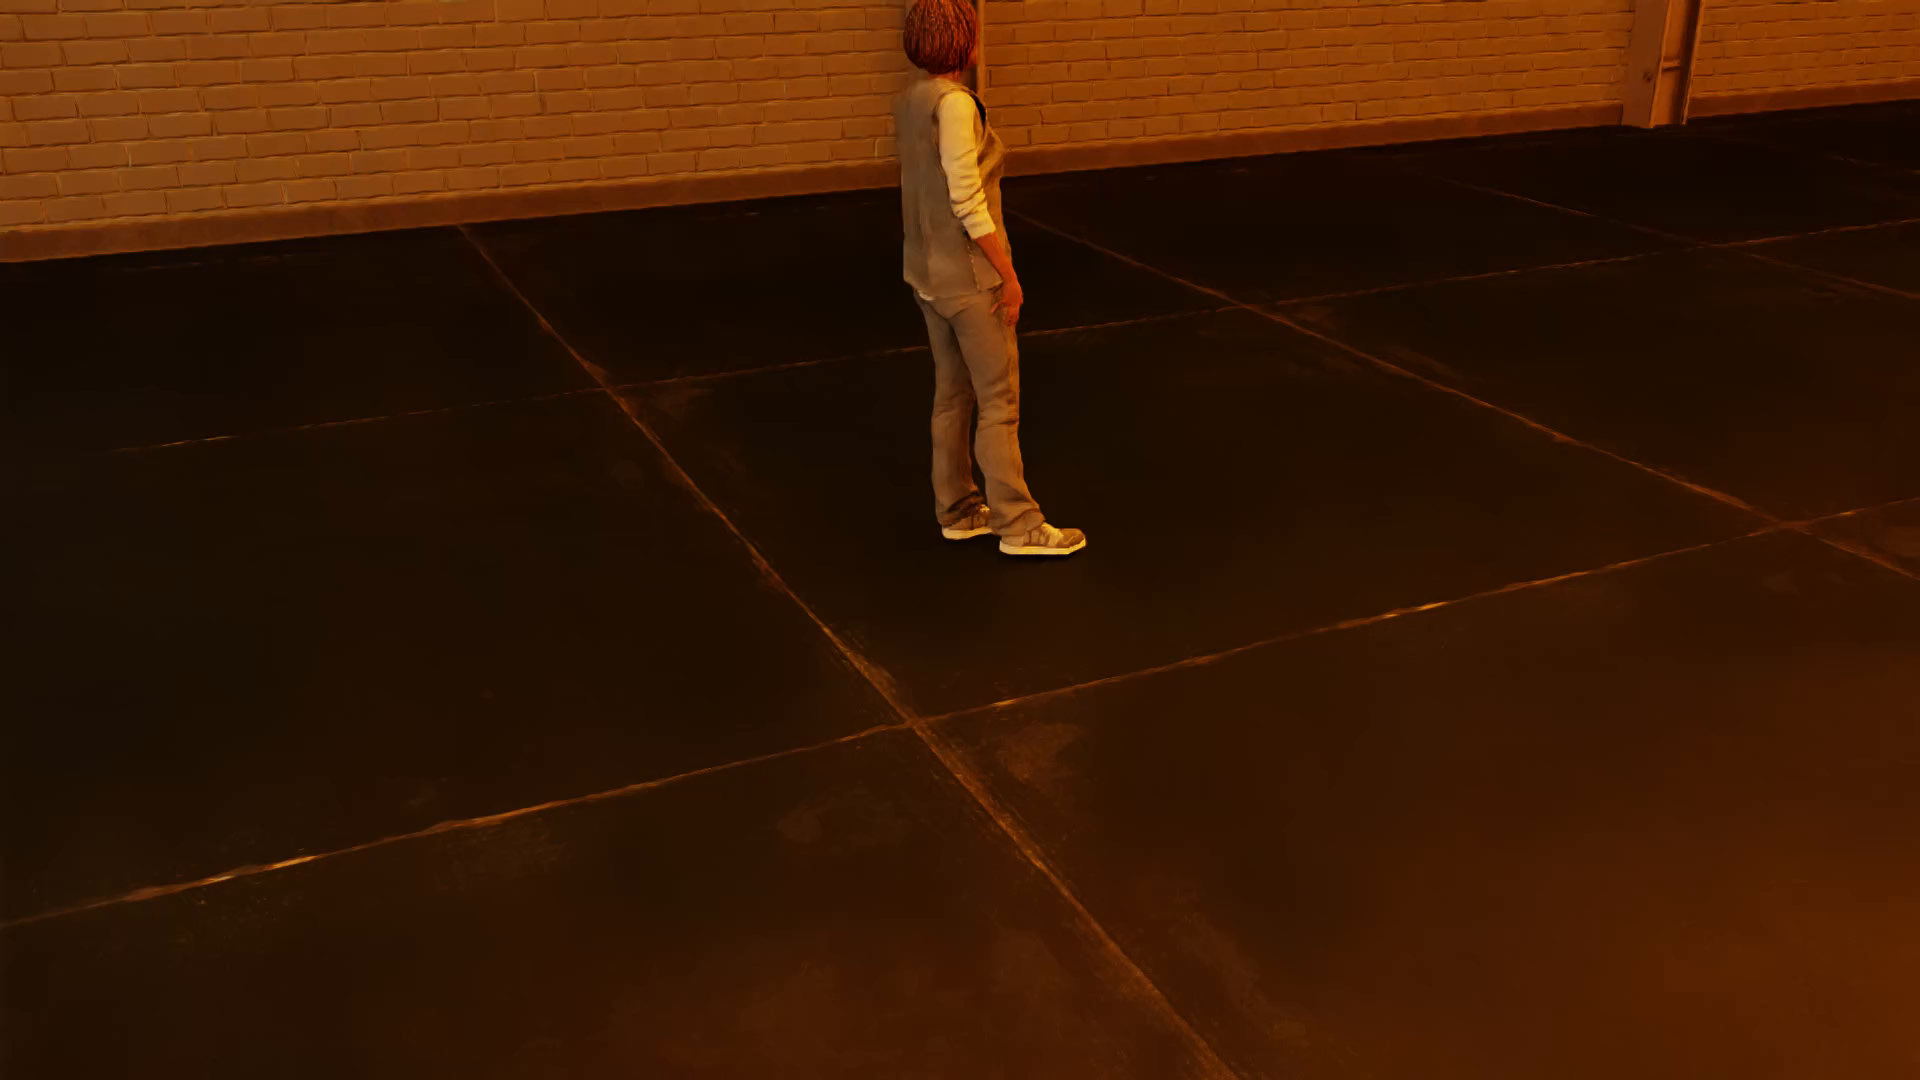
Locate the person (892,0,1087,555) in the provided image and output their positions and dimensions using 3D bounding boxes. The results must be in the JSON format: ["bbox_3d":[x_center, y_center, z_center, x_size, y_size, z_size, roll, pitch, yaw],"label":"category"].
[{"bbox_3d":[0.073,-0.751,4.815,0.474,1.597,0.521,-10,25,-23],"label":"person"}]
